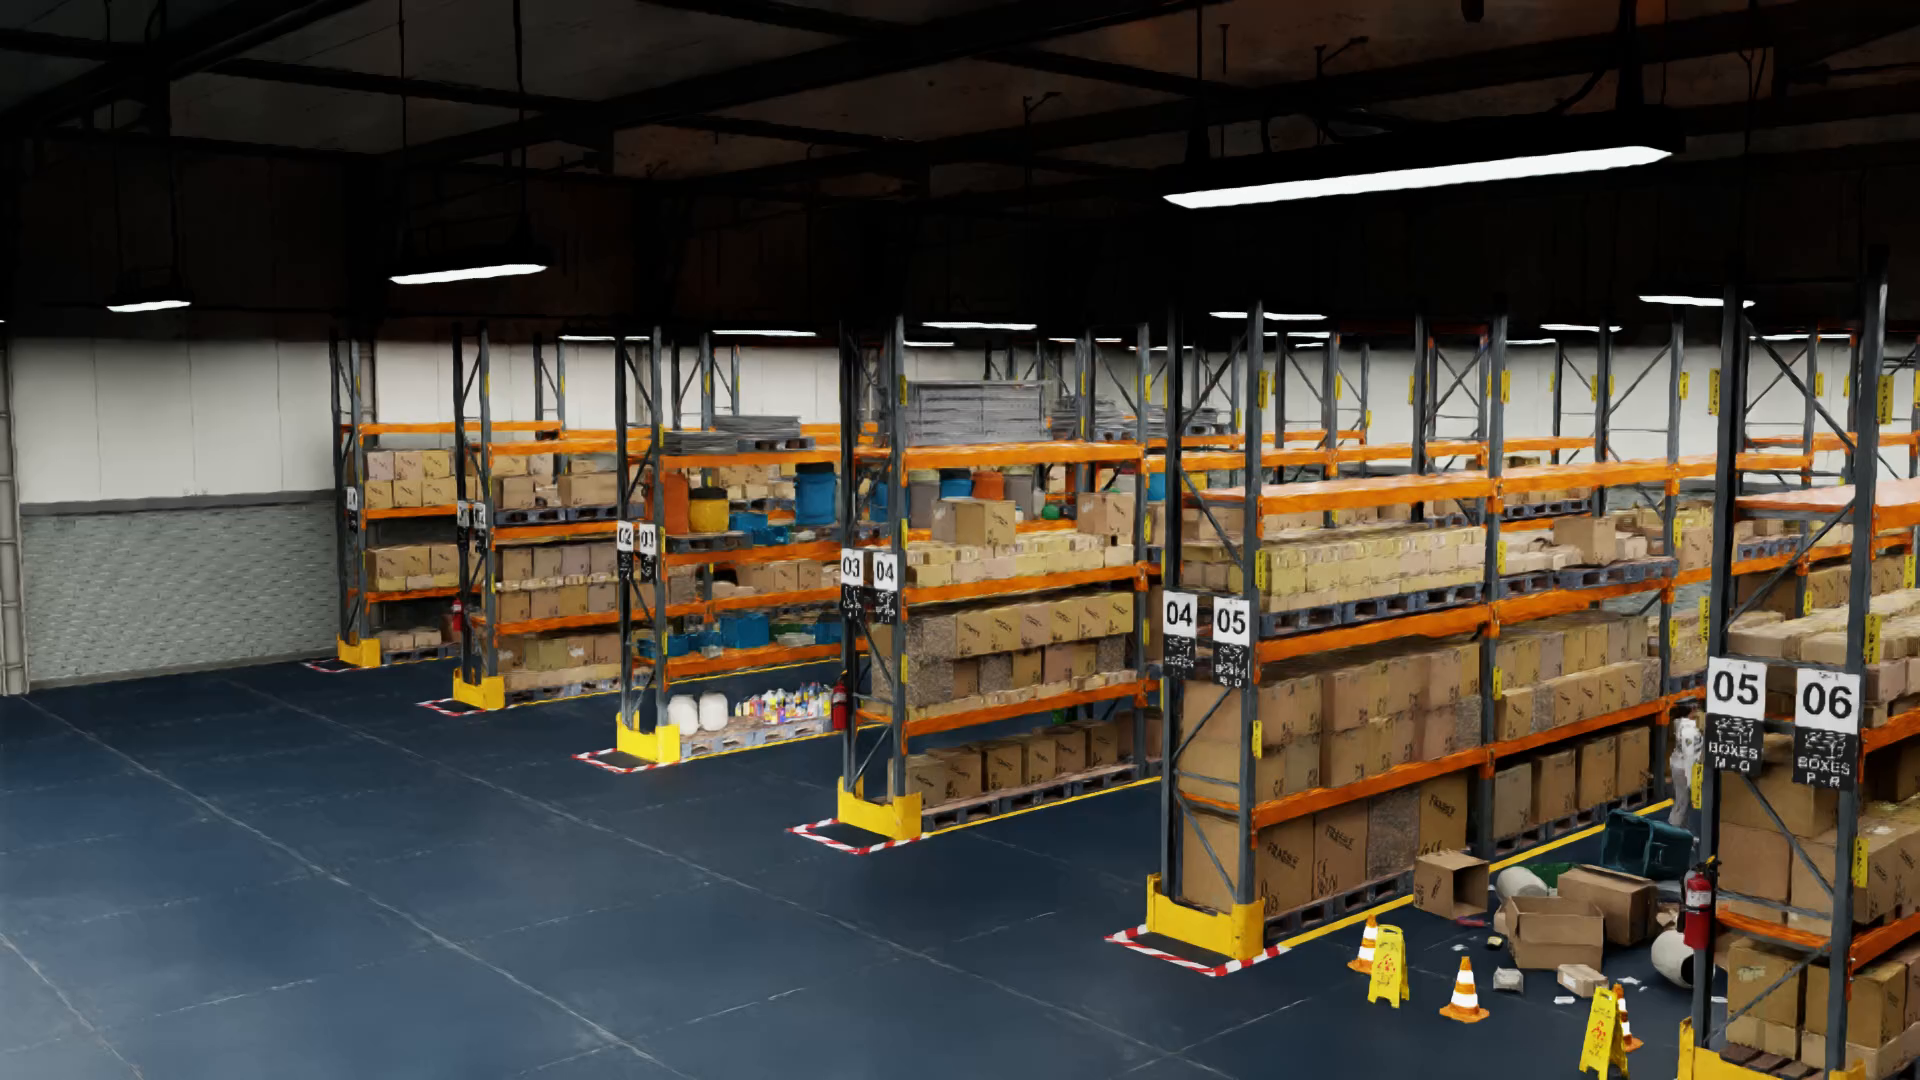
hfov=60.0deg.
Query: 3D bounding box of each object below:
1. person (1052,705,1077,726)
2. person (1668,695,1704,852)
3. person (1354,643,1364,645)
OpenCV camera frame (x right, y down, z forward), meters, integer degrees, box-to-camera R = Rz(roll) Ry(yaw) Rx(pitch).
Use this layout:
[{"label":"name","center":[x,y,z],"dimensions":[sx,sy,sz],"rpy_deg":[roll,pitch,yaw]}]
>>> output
[{"label":"person","center":[1.460,1.982,23.074],"dimensions":[0.655,1.785,0.577],"rpy_deg":[-1,6,-11]},{"label":"person","center":[7.955,2.526,18.160],"dimensions":[0.409,1.677,0.532],"rpy_deg":[2,6,16]},{"label":"person","center":[5.439,2.132,22.692],"dimensions":[1.090,1.567,0.479],"rpy_deg":[-5,7,-39]}]
